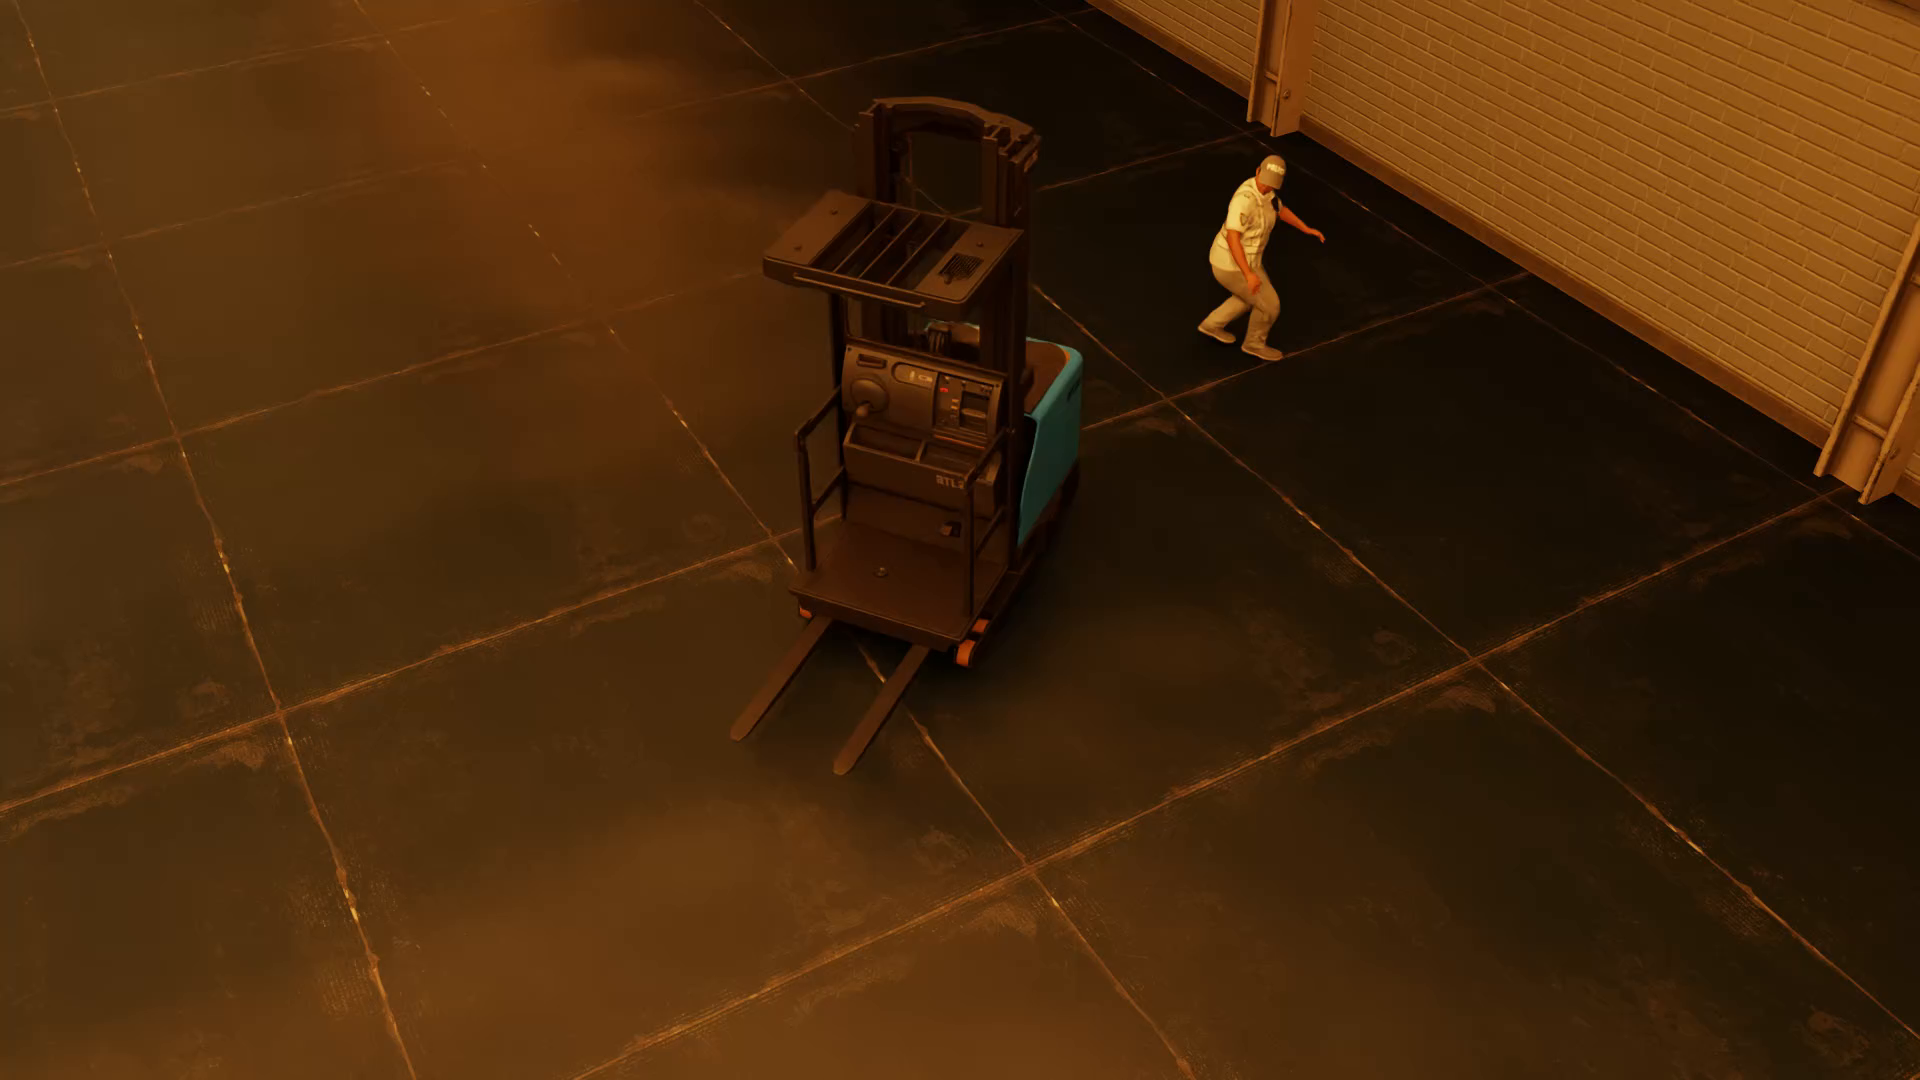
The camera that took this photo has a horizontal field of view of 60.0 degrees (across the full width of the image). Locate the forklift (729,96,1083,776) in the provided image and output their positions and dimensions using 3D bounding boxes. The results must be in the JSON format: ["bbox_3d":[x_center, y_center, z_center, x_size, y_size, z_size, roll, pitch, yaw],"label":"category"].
[{"bbox_3d":[-0.297,-0.717,8.900,1.130,2.935,3.031,16,42,18],"label":"forklift"}]

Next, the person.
[{"bbox_3d":[2.075,-1.900,11.423,0.795,1.541,0.810,8,40,10],"label":"person"}]
